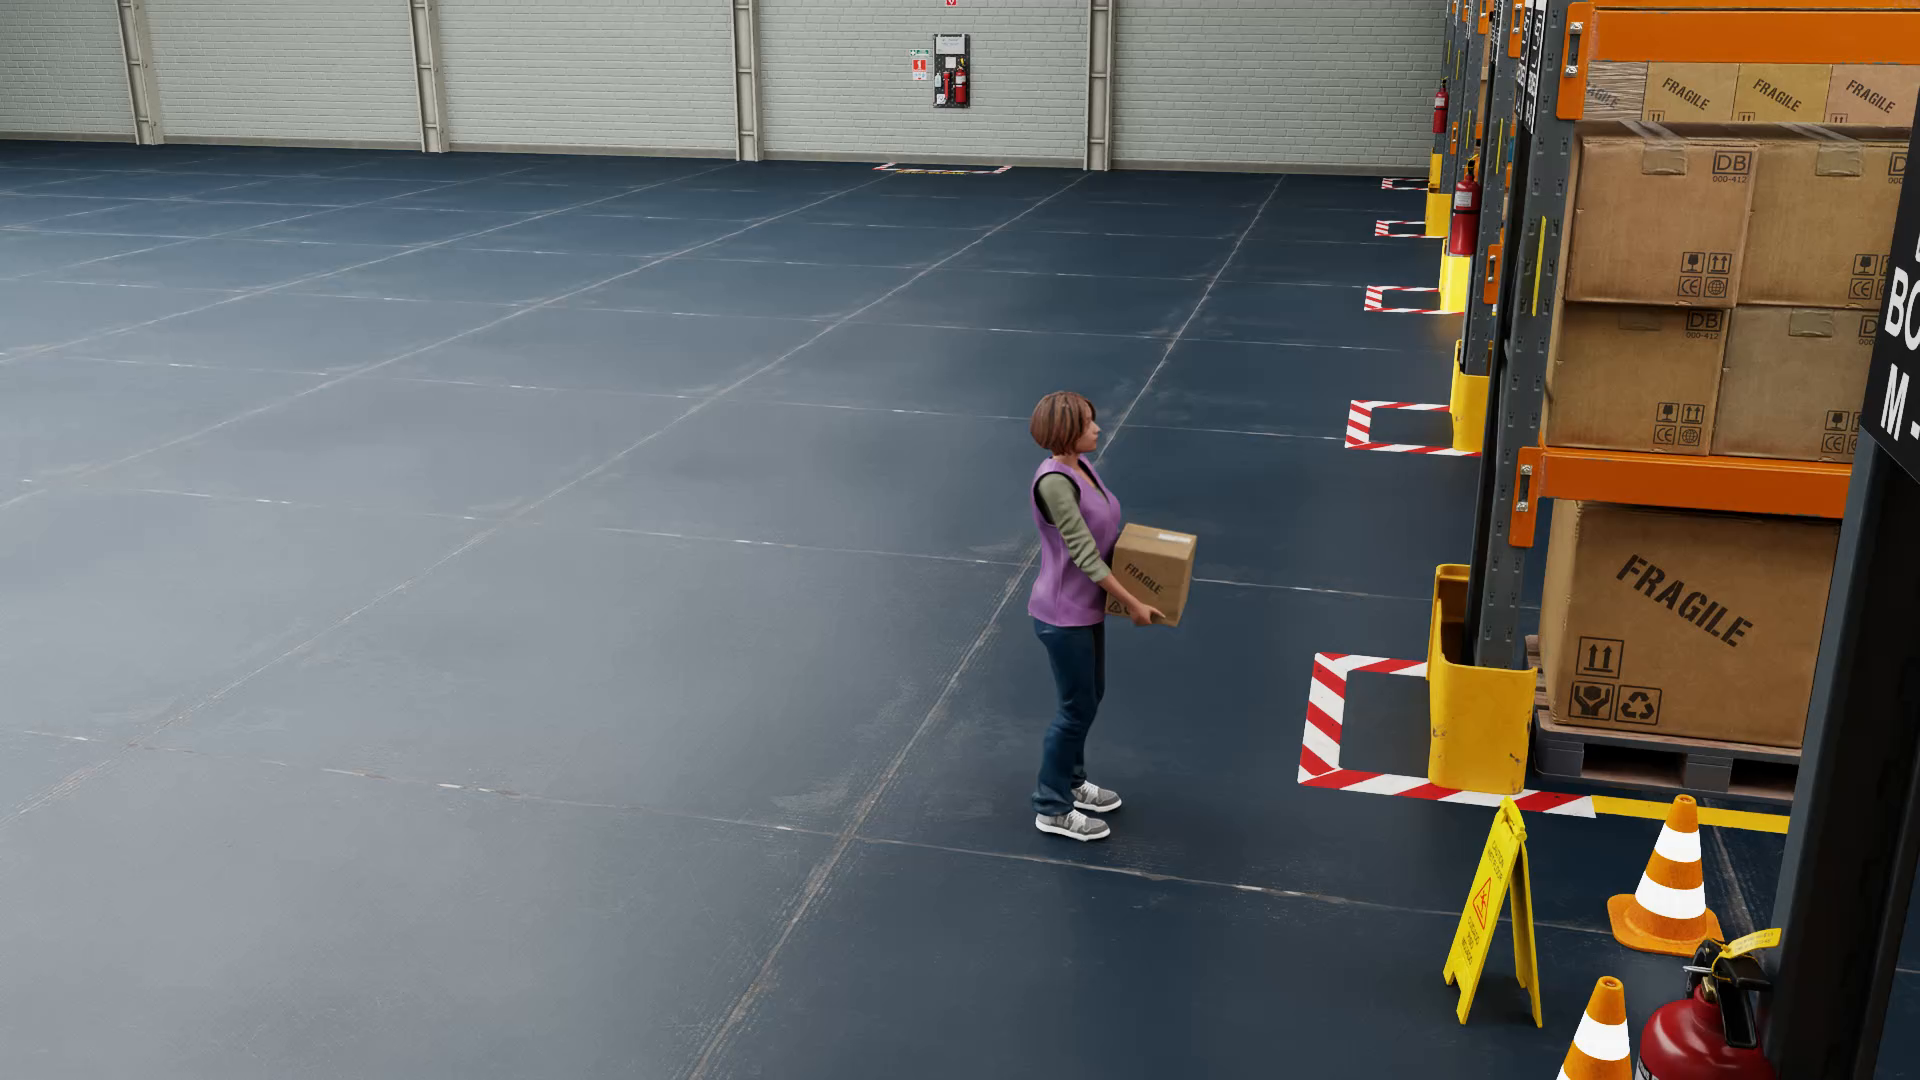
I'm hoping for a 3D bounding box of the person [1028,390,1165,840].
[{"bbox_3d":[0.483,0.267,5.789,0.497,1.589,0.405,5,19,14],"label":"person"}]
